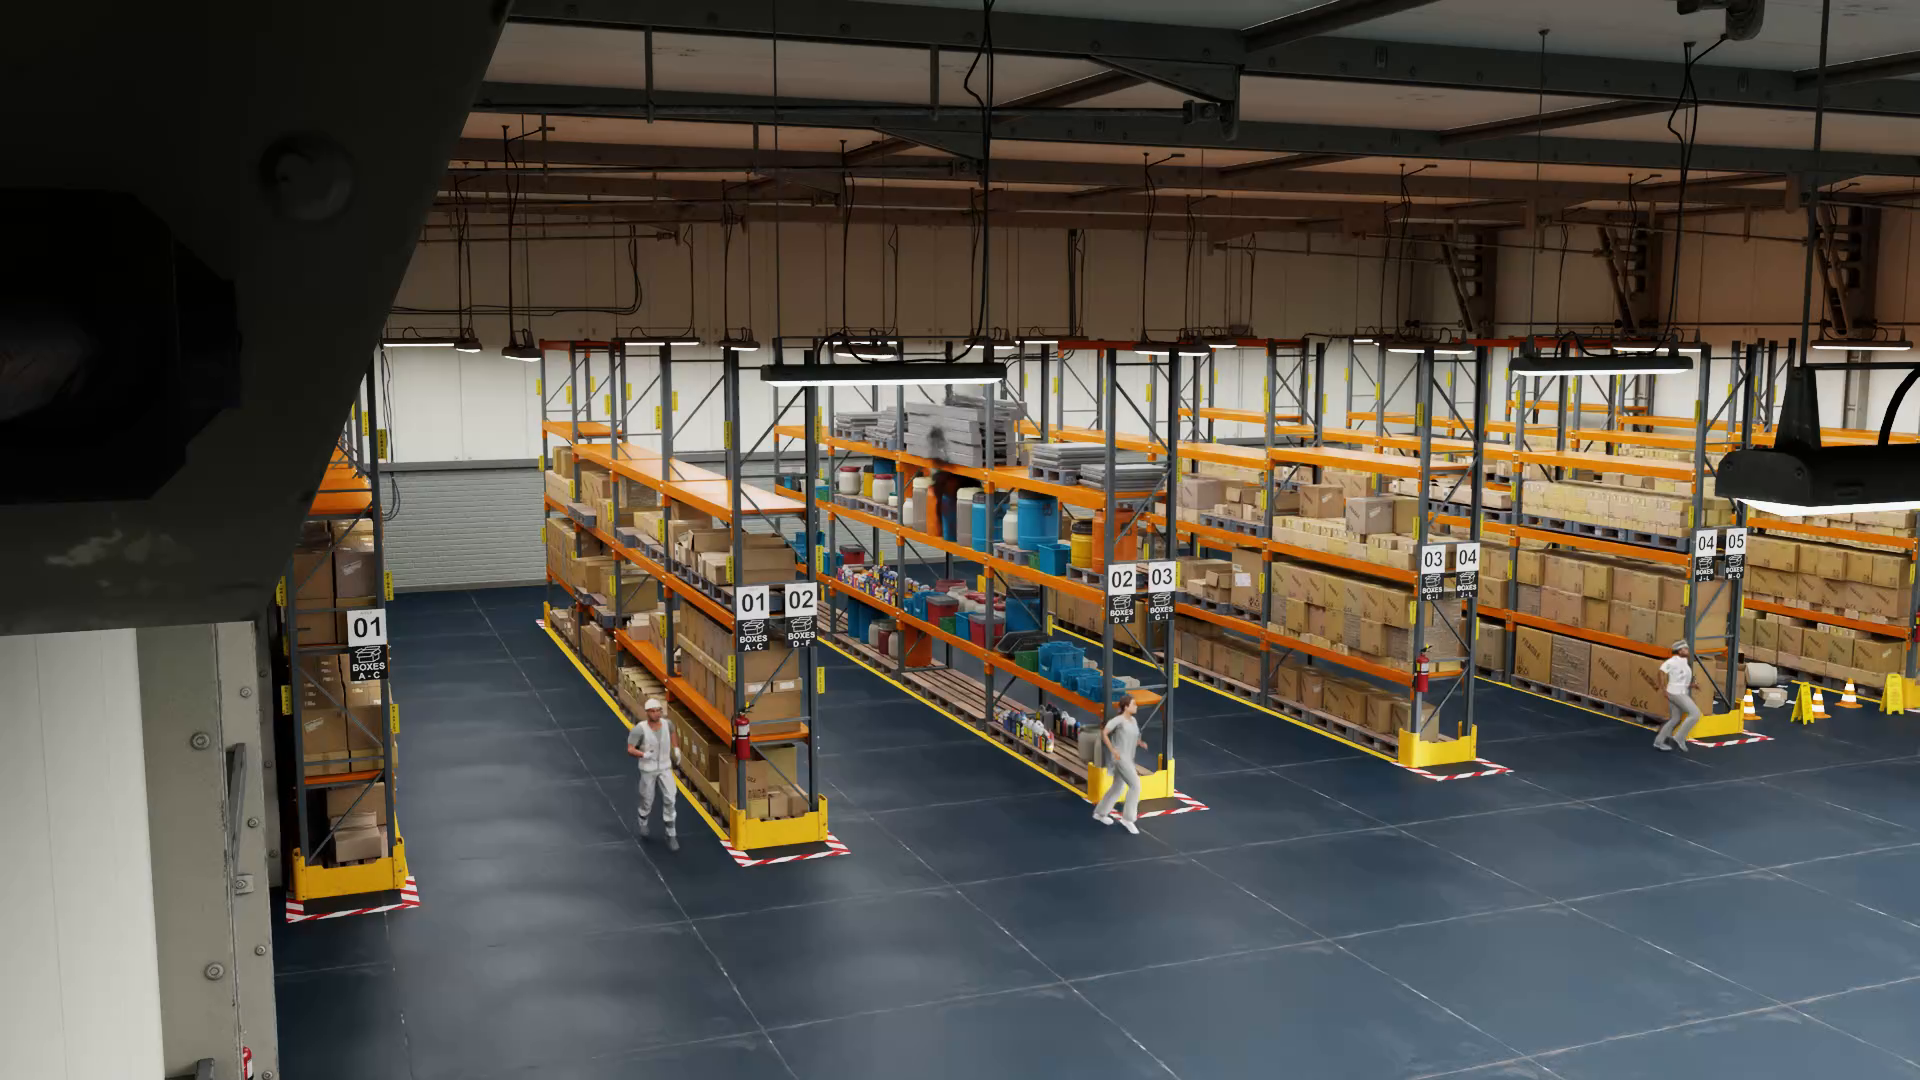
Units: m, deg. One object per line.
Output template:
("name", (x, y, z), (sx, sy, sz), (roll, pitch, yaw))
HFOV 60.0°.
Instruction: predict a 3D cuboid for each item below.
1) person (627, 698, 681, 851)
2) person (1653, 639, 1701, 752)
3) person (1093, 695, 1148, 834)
("person", (-3.719, 2.823, 20.237), (0.697, 1.853, 0.800), (-4, 8, -28))
("person", (10.708, 2.293, 24.702), (0.636, 1.633, 0.576), (5, 9, 34))
("person", (2.046, 2.802, 20.998), (0.682, 1.704, 0.566), (3, 8, 23))
